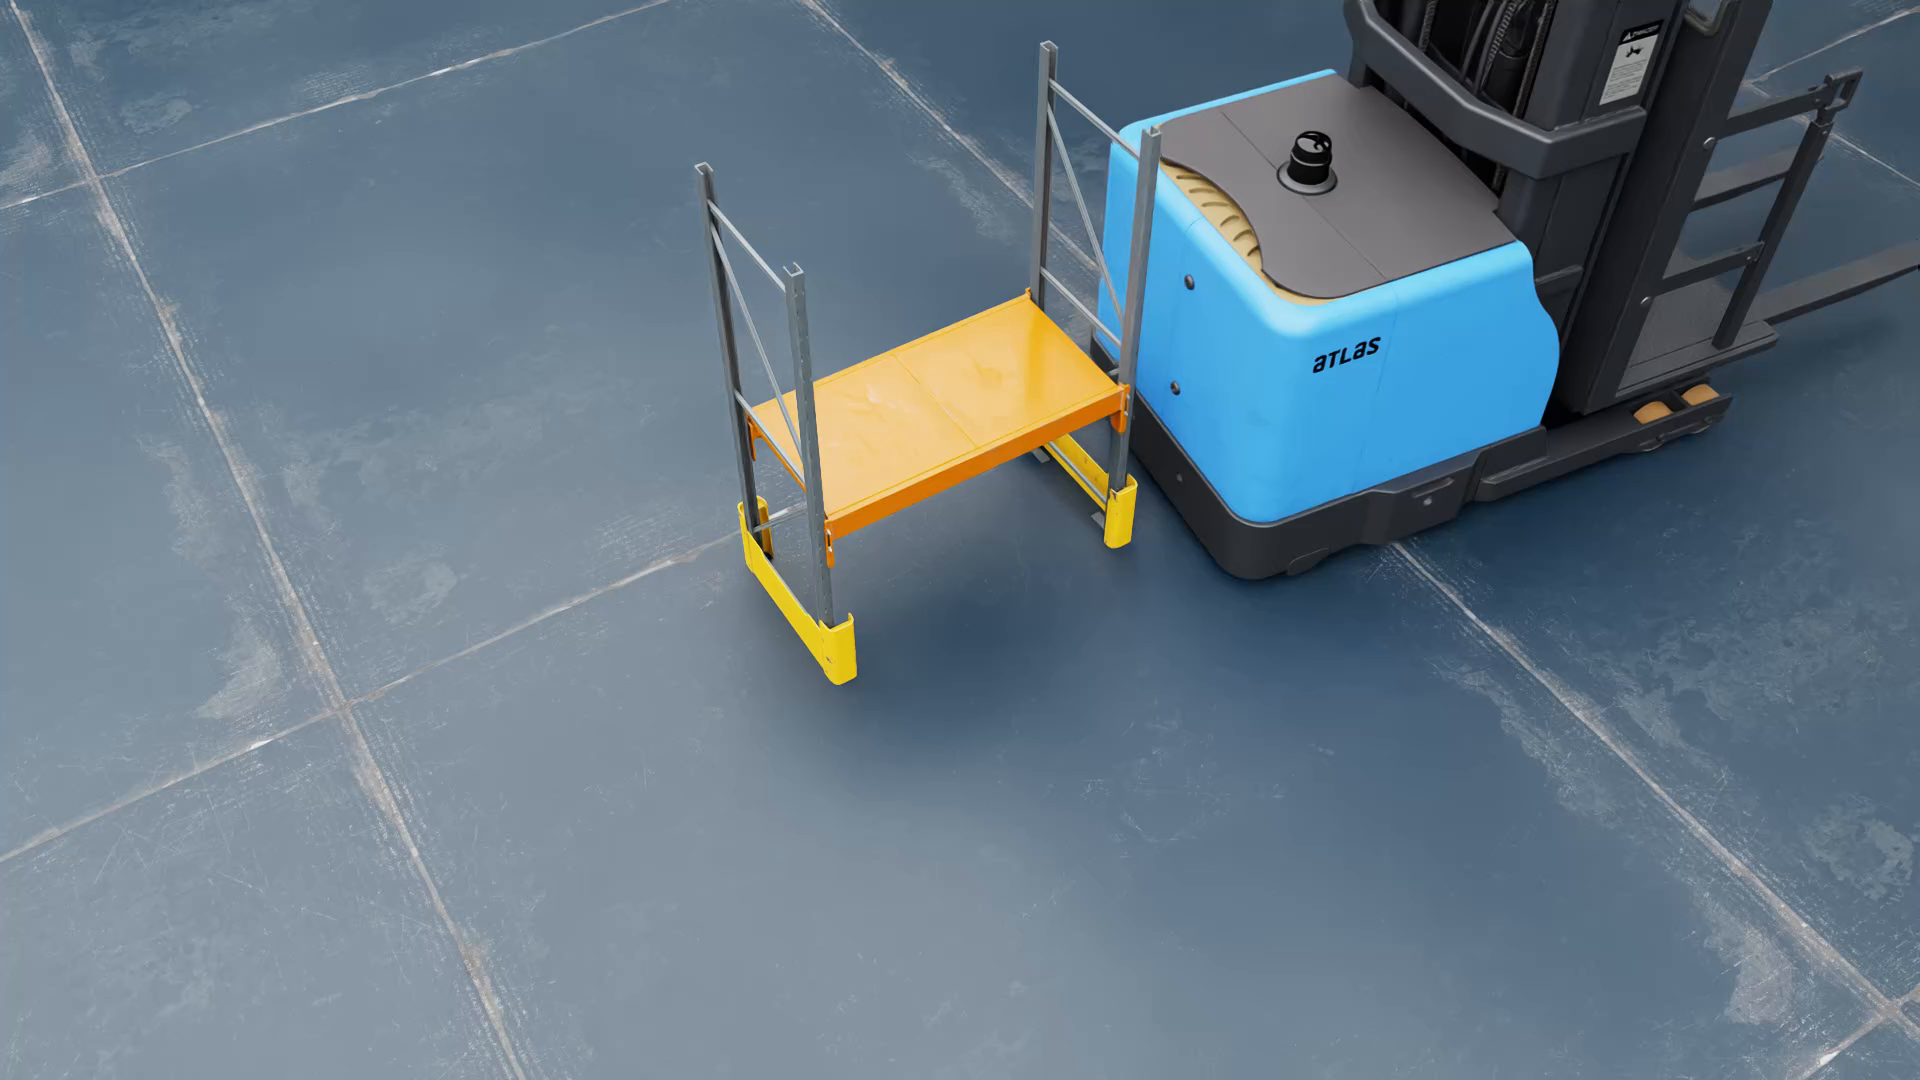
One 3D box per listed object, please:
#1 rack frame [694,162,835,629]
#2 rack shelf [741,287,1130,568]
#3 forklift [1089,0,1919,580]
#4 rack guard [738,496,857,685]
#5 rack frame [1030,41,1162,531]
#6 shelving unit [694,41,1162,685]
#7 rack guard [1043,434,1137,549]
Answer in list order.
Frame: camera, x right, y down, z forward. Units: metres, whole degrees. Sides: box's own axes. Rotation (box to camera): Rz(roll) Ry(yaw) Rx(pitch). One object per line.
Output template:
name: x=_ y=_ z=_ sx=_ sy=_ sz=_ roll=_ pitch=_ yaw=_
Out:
rack frame: x=-0.502 y=-0.262 z=4.479 sx=0.032 sy=1.500 sz=0.500 roll=-25 pitch=53 yaw=-21
rack shelf: x=-0.072 y=-0.345 z=4.794 sx=1.000 sy=0.185 sz=0.538 roll=-25 pitch=53 yaw=-21
forklift: x=1.990 y=-1.610 z=4.721 sx=3.031 sy=2.935 sz=1.130 roll=-19 pitch=51 yaw=-16
rack guard: x=-0.486 y=0.146 z=4.953 sx=0.087 sy=0.250 sz=0.587 roll=-25 pitch=53 yaw=-21
rack frame: x=0.358 y=-0.667 z=4.840 sx=0.032 sy=1.500 sz=0.500 roll=-25 pitch=53 yaw=-21
shelving unit: x=-0.064 y=-0.468 z=4.663 sx=1.083 sy=1.500 sz=0.587 roll=-25 pitch=53 yaw=-21
rack guard: x=0.357 y=-0.251 z=5.306 sx=0.087 sy=0.250 sz=0.587 roll=-25 pitch=53 yaw=-21
